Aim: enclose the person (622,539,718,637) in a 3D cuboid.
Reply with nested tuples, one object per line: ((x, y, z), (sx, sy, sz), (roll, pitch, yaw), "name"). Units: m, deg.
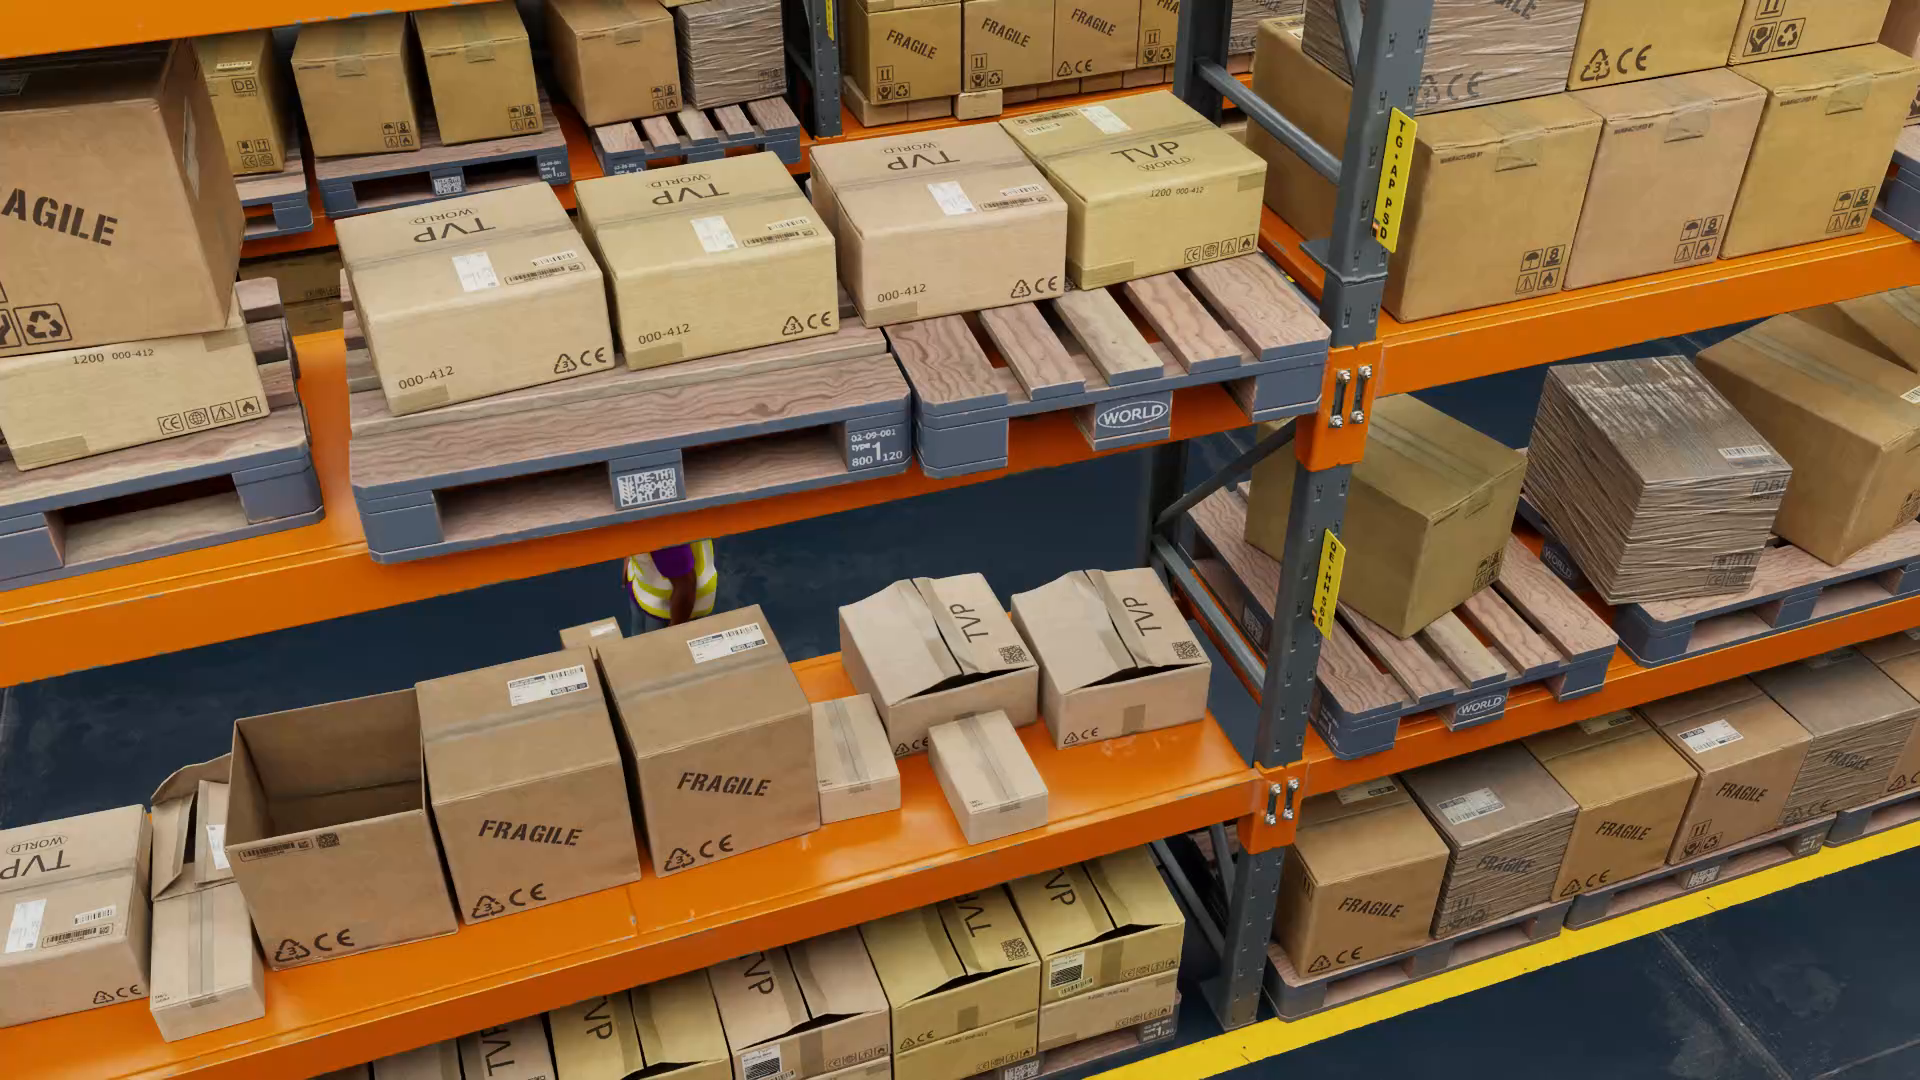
((-1.185, 0.214, 6.491), (0.460, 1.760, 0.618), (-14, 40, -18), "person")
